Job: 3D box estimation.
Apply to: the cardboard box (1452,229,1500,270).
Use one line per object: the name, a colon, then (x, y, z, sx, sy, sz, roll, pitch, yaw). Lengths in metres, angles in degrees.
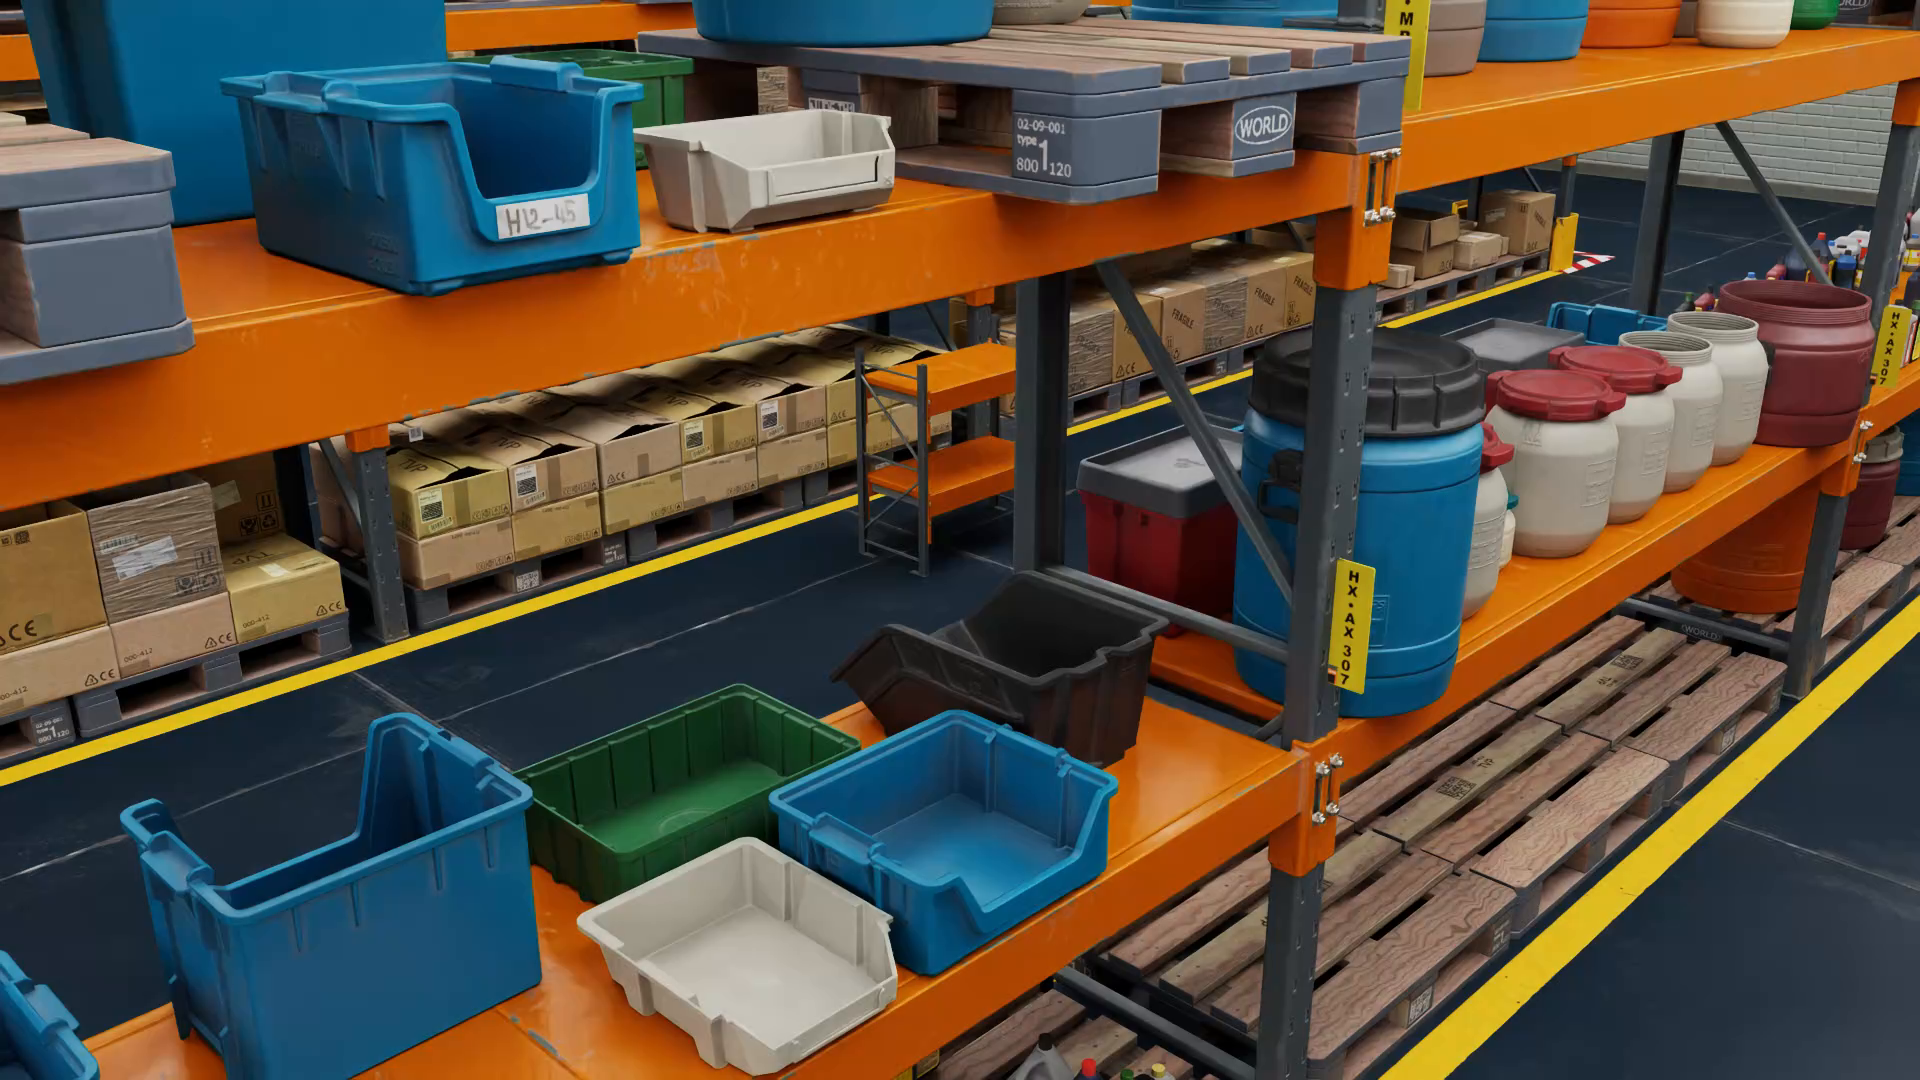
cardboard box: (4.484, -2.614, 14.913, 0.500, 0.250, 0.500, 19, 28, 41)

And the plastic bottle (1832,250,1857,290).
plastic bottle: (4.591, -1.371, 8.639, 0.097, 0.271, 0.097, 0, 21, 0)

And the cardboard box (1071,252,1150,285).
cardboard box: (1.022, -2.041, 12.029, 0.500, 0.250, 0.500, 19, 28, 40)

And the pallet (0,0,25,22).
pallet: (-3.577, -2.178, 6.504, 1.003, 0.211, 1.213, 19, 28, 41)

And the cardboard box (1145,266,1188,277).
cardboard box: (1.351, -1.810, 12.475, 0.500, 0.500, 0.500, 20, 29, 41)

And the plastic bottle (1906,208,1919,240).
plastic bottle: (5.621, -1.818, 9.693, 0.144, 0.351, 0.185, 19, 28, 41)

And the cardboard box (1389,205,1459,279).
cardboard box: (3.888, -2.626, 14.592, 0.797, 0.503, 0.637, 19, 28, 41)

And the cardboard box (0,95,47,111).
cardboard box: (-6.172, -2.658, 11.058, 0.700, 0.500, 0.500, 19, 28, 41)

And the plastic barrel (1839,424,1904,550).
plastic barrel: (4.454, -0.324, 8.511, 0.600, 0.588, 0.708, 19, 28, 41)

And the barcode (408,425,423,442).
barcode: (-2.524, -0.493, 7.710, 0.001, 0.075, 0.075, 19, 28, 41)

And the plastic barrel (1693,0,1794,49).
plastic barrel: (2.617, -1.783, 5.545, 0.301, 0.262, 0.301, 0, 21, 0)

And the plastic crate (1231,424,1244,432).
plastic crate: (1.093, -0.159, 5.328, 0.392, 0.384, 0.575, 19, 28, 41)

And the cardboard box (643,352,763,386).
cardboard box: (-1.503, -0.919, 9.750, 0.500, 0.311, 0.500, 18, 28, 39)

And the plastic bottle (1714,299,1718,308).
plastic bottle: (3.568, -1.035, 7.864, 0.097, 0.201, 0.097, 0, 21, 0)

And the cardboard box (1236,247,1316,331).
cardboard box: (2.442, -1.942, 12.816, 0.500, 0.500, 0.500, 19, 28, 40)

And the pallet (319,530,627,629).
pallet: (-2.514, 0.057, 8.632, 1.003, 0.211, 1.213, 19, 28, 41)

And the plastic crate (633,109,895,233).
plastic crate: (-0.284, -0.568, 2.558, 0.243, 0.136, 0.396, 19, 28, 41)

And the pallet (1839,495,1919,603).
pallet: (4.708, -0.056, 8.927, 1.003, 0.211, 1.213, 19, 28, 41)

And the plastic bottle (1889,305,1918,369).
plastic bottle: (4.193, -0.924, 7.471, 0.152, 0.276, 0.135, 19, 28, 41)

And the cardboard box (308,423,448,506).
cardboard box: (-2.923, -0.395, 8.388, 0.500, 0.311, 0.500, 19, 28, 41)

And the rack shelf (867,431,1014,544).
rack shelf: (0.005, -0.299, 8.965, 0.538, 0.278, 1.000, 19, 28, 41)

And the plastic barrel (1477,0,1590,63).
plastic barrel: (1.658, -1.960, 5.113, 0.600, 0.901, 0.708, 19, 28, 41)

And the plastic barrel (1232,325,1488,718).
plastic barrel: (1.033, -0.062, 4.356, 0.600, 0.901, 0.708, 19, 28, 41)

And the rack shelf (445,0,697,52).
rack shelf: (-1.605, -2.624, 8.542, 1.077, 0.370, 4.000, 19, 28, 41)

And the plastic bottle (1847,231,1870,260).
plastic bottle: (4.885, -1.542, 9.077, 0.152, 0.276, 0.135, 19, 28, 41)

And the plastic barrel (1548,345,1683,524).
plastic barrel: (2.185, -0.359, 5.638, 0.433, 0.535, 0.433, 0, 21, 0)

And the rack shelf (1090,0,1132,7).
rack shelf: (1.186, -3.652, 11.217, 1.077, 0.370, 4.000, 19, 28, 41)

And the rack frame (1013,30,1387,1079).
rack frame: (0.546, 0.195, 4.385, 1.000, 3.000, 0.127, 19, 28, 41)

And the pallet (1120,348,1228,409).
pallet: (1.189, -1.266, 12.075, 1.003, 0.211, 1.213, 19, 28, 41)

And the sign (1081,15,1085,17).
sign: (1.426, -5.950, 19.058, 0.100, 0.325, 0.005, 19, 28, 41)

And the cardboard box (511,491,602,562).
cardboard box: (-2.184, -0.131, 8.481, 0.500, 0.250, 0.500, -19, 28, -41)

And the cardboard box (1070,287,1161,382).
cardboard box: (1.027, -1.421, 11.462, 0.500, 0.500, 0.500, 19, 28, 40)

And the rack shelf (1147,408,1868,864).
rack shelf: (1.942, 0.017, 5.852, 1.077, 0.370, 4.000, 19, 28, 41)

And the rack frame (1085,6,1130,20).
rack frame: (1.819, -5.369, 18.862, 1.000, 3.000, 0.127, 19, 28, 41)

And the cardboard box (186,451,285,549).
cardboard box: (-3.548, -0.267, 7.790, 0.500, 0.500, 0.500, 19, 28, 41)

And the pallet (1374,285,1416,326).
pallet: (3.061, -1.976, 13.923, 1.003, 0.211, 1.213, 19, 28, 41)

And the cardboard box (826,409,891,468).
cardboard box: (-0.759, -0.656, 9.849, 0.500, 0.250, 0.500, 19, 28, 40)

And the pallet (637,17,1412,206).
pallet: (0.113, -0.907, 3.335, 1.213, 0.211, 1.003, 19, 28, 41)

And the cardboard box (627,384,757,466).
cardboard box: (-1.462, -0.659, 9.074, 0.500, 0.311, 0.500, -19, 28, -41)

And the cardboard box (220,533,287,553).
cardboard box: (-3.541, 0.085, 7.919, 0.500, 0.250, 0.500, 19, 28, 41)

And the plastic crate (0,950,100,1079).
plastic crate: (-1.652, 0.924, 2.697, 0.499, 0.251, 0.408, 19, 28, 41)

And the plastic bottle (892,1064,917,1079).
plastic bottle: (-0.211, 1.366, 4.418, 0.144, 0.351, 0.185, 19, 28, 41)

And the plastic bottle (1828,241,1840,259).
plastic bottle: (4.623, -1.457, 8.863, 0.097, 0.271, 0.097, 0, 21, 0)

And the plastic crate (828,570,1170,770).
plastic crate: (0.090, 0.327, 4.129, 0.767, 0.338, 0.504, 19, 28, 41)

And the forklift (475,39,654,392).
forklift: (-2.866, -2.647, 11.875, 1.130, 2.935, 3.031, -10, 23, -24)

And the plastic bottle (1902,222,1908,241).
plastic bottle: (5.276, -1.685, 9.452, 0.152, 0.276, 0.135, 19, 28, 41)

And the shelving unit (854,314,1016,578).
shelving unit: (0.005, -0.527, 8.877, 0.538, 1.125, 1.048, 19, 28, 41)

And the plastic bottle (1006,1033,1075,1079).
plastic bottle: (0.200, 1.428, 4.257, 0.144, 0.351, 0.185, 19, 28, 41)

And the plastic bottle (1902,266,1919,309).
plastic bottle: (4.749, -1.240, 8.189, 0.144, 0.351, 0.185, 19, 28, 41)
